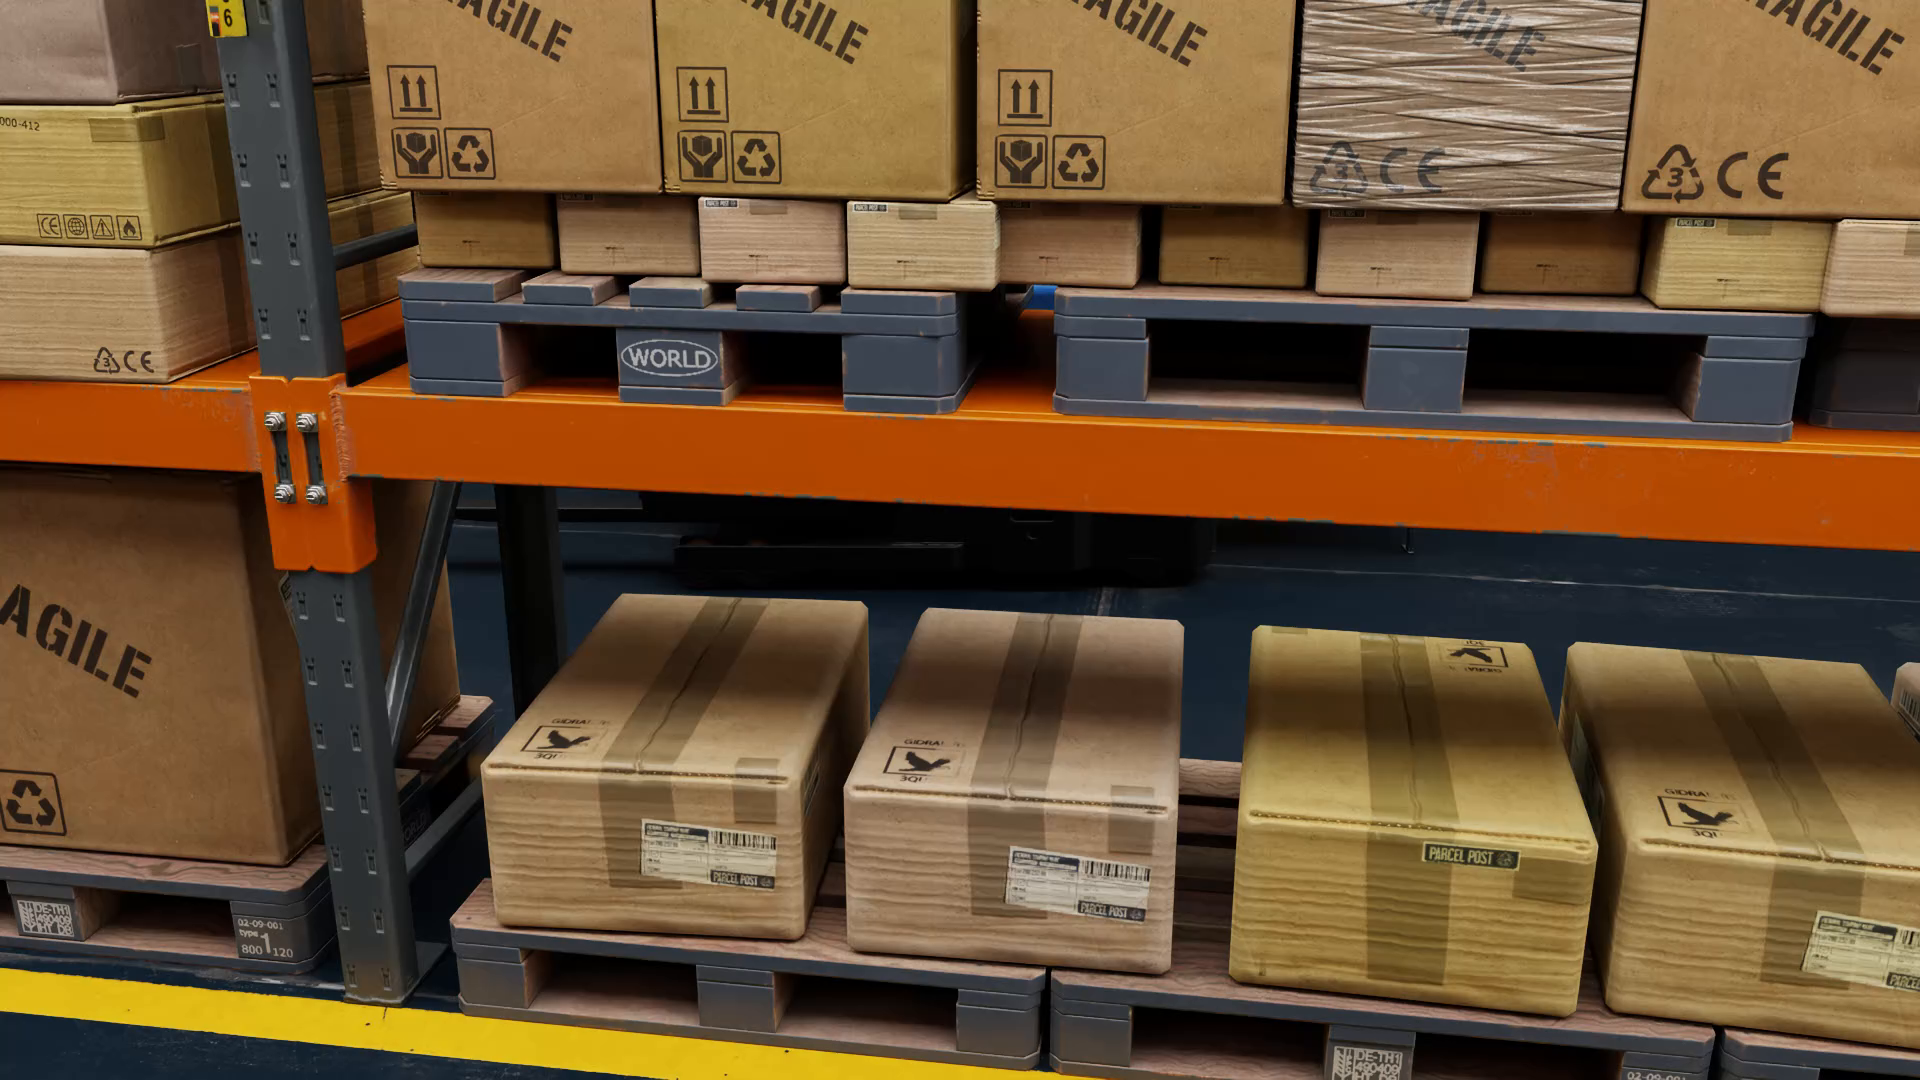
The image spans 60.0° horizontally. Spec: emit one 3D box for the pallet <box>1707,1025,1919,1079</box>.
[{"bbox_3d":[2.048,0.867,3.379,1.213,0.211,1.003,3,19,9],"label":"pallet"}]

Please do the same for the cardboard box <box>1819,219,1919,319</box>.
[{"bbox_3d":[1.496,-0.468,2.709,0.250,0.149,0.380,3,19,9],"label":"cardboard box"}]

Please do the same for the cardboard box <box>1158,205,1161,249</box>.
[{"bbox_3d":[0.510,-0.689,3.368,0.250,0.149,0.380,3,19,9],"label":"cardboard box"}]

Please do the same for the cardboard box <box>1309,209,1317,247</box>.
[{"bbox_3d":[0.771,-0.702,3.407,0.250,0.149,0.380,2,19,7],"label":"cardboard box"}]

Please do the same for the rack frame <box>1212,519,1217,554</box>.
[{"bbox_3d":[0.936,-0.725,6.105,0.023,1.500,0.400,0,18,1],"label":"rack frame"}]

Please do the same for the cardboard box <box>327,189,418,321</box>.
[{"bbox_3d":[-1.575,-0.650,3.755,0.500,0.250,0.500,3,19,8],"label":"cardboard box"}]

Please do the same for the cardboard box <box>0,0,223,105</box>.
[{"bbox_3d":[-1.684,-1.083,3.080,0.500,0.500,0.500,2,19,7],"label":"cardboard box"}]

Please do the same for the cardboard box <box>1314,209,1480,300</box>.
[{"bbox_3d":[0.747,-0.527,2.884,0.250,0.149,0.380,4,19,10],"label":"cardboard box"}]

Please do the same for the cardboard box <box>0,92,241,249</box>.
[{"bbox_3d":[-1.651,-0.728,3.201,0.500,0.250,0.500,3,19,8],"label":"cardboard box"}]

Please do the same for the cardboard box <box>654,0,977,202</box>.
[{"bbox_3d":[-0.209,-0.886,2.936,0.500,0.500,0.500,4,19,11],"label":"cardboard box"}]

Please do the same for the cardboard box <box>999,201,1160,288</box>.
[{"bbox_3d":[0.215,-0.562,2.990,0.250,0.149,0.380,4,19,12],"label":"cardboard box"}]

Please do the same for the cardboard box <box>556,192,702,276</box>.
[{"bbox_3d":[-0.567,-0.598,3.098,0.250,0.149,0.380,2,19,5],"label":"cardboard box"}]

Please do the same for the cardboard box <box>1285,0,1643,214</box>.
[{"bbox_3d":[0.809,-0.834,2.780,0.500,0.500,0.500,2,19,7],"label":"cardboard box"}]

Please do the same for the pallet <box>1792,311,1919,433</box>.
[{"bbox_3d":[2.086,-0.409,3.102,1.213,0.211,1.003,3,19,9],"label":"pallet"}]

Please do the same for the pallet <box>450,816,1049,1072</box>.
[{"bbox_3d":[-0.361,0.744,3.746,1.213,0.211,1.003,3,19,9],"label":"pallet"}]

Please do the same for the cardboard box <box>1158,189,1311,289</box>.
[{"bbox_3d":[0.500,-0.560,2.984,0.250,0.149,0.380,4,19,11],"label":"cardboard box"}]

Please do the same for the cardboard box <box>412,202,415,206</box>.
[{"bbox_3d":[-3.130,-1.742,9.037,0.250,0.149,0.380,2,19,6],"label":"cardboard box"}]

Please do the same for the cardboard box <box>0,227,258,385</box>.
[{"bbox_3d":[-1.673,-0.491,3.279,0.500,0.250,0.500,2,19,7],"label":"cardboard box"}]

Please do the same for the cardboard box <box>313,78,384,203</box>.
[{"bbox_3d":[-1.593,-0.887,3.674,0.500,0.250,0.500,3,19,8],"label":"cardboard box"}]

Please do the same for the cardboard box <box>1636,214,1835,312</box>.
[{"bbox_3d":[1.260,-0.492,2.779,0.250,0.149,0.380,3,19,9],"label":"cardboard box"}]

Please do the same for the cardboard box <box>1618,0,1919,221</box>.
[{"bbox_3d":[1.326,-0.808,2.702,0.500,0.500,0.500,4,19,11],"label":"cardboard box"}]

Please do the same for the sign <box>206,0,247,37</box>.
[{"bbox_3d":[-1.217,-0.993,2.718,0.005,0.325,0.100,3,19,9],"label":"sign"}]

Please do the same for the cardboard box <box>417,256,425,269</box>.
[{"bbox_3d":[-2.837,-1.243,8.568,0.500,0.500,0.500,2,19,7],"label":"cardboard box"}]

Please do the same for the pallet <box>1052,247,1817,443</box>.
[{"bbox_3d":[0.829,-0.440,3.193,1.213,0.211,1.003,3,19,9],"label":"pallet"}]

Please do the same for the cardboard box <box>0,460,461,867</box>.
[{"bbox_3d":[-1.801,0.130,3.874,0.875,0.875,0.875,3,19,8],"label":"cardboard box"}]

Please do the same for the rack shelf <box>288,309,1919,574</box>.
[{"bbox_3d":[0.843,-0.176,3.235,4.000,0.370,1.077,3,19,9],"label":"rack shelf"}]

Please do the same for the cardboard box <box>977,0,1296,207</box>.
[{"bbox_3d":[0.316,-0.862,2.863,0.500,0.500,0.500,3,19,10],"label":"cardboard box"}]

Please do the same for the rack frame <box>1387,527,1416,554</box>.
[{"bbox_3d":[1.667,-0.722,6.096,0.023,1.500,0.400,0,18,1],"label":"rack frame"}]

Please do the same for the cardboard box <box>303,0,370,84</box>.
[{"bbox_3d":[-1.580,-1.241,3.551,0.500,0.500,0.500,2,19,7],"label":"cardboard box"}]

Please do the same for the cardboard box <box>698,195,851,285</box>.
[{"bbox_3d":[-0.304,-0.570,3.014,0.250,0.149,0.380,2,19,5],"label":"cardboard box"}]

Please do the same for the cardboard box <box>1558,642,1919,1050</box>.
[{"bbox_3d":[1.589,0.570,3.352,0.625,0.372,0.950,4,19,12],"label":"cardboard box"}]

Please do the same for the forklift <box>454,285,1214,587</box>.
[{"bbox_3d":[-0.623,-1.392,5.845,3.031,2.935,1.130,0,19,1],"label":"forklift"}]

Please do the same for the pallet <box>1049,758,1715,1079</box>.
[{"bbox_3d":[0.840,0.807,3.560,1.213,0.211,1.003,3,19,9],"label":"pallet"}]

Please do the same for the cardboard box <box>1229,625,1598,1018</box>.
[{"bbox_3d":[0.902,0.535,3.455,0.625,0.372,0.950,4,19,10],"label":"cardboard box"}]

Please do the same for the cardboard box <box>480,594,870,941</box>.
[{"bbox_3d":[-0.576,0.461,3.678,0.625,0.372,0.950,2,19,5],"label":"cardboard box"}]

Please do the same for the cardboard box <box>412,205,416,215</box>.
[{"bbox_3d":[-2.866,-1.711,8.945,0.250,0.149,0.380,3,19,10],"label":"cardboard box"}]

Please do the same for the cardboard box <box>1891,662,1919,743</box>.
[{"bbox_3d":[2.299,0.605,3.247,0.625,0.372,0.950,3,19,9],"label":"cardboard box"}]

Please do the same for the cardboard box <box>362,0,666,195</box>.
[{"bbox_3d":[-0.725,-0.910,3.008,0.500,0.500,0.500,2,19,7],"label":"cardboard box"}]

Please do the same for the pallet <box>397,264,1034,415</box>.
[{"bbox_3d":[-0.412,-0.524,3.445,1.003,0.211,1.213,3,19,9],"label":"pallet"}]

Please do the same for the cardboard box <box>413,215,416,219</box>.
[{"bbox_3d":[-2.931,-1.561,8.498,0.250,0.149,0.380,3,19,9],"label":"cardboard box"}]

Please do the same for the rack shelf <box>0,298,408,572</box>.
[{"bbox_3d":[-3.107,-0.377,3.837,4.000,0.370,1.077,3,19,9],"label":"rack shelf"}]

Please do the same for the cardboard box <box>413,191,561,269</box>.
[{"bbox_3d":[-0.841,-0.623,3.172,0.250,0.149,0.380,2,19,5],"label":"cardboard box"}]

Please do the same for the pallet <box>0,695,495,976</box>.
[{"bbox_3d":[-1.899,0.641,4.054,1.213,0.211,1.003,3,19,9],"label":"pallet"}]

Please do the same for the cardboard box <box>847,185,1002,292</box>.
[{"bbox_3d":[-0.036,-0.550,2.953,0.250,0.149,0.380,3,19,9],"label":"cardboard box"}]

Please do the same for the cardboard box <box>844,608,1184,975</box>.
[{"bbox_3d":[0.154,0.495,3.575,0.625,0.372,0.950,3,19,8],"label":"cardboard box"}]

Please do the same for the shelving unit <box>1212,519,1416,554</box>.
[{"bbox_3d":[1.302,-0.723,6.100,0.755,1.500,0.431,0,18,1],"label":"shelving unit"}]

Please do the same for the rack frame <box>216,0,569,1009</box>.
[{"bbox_3d":[-1.132,-0.618,3.422,0.127,3.000,1.000,3,19,9],"label":"rack frame"}]

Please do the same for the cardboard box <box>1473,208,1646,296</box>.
[{"bbox_3d":[1.017,-0.537,2.915,0.250,0.149,0.380,2,19,7],"label":"cardboard box"}]

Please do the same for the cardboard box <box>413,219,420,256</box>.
[{"bbox_3d":[-2.687,-1.548,8.458,0.250,0.149,0.380,4,19,11],"label":"cardboard box"}]
